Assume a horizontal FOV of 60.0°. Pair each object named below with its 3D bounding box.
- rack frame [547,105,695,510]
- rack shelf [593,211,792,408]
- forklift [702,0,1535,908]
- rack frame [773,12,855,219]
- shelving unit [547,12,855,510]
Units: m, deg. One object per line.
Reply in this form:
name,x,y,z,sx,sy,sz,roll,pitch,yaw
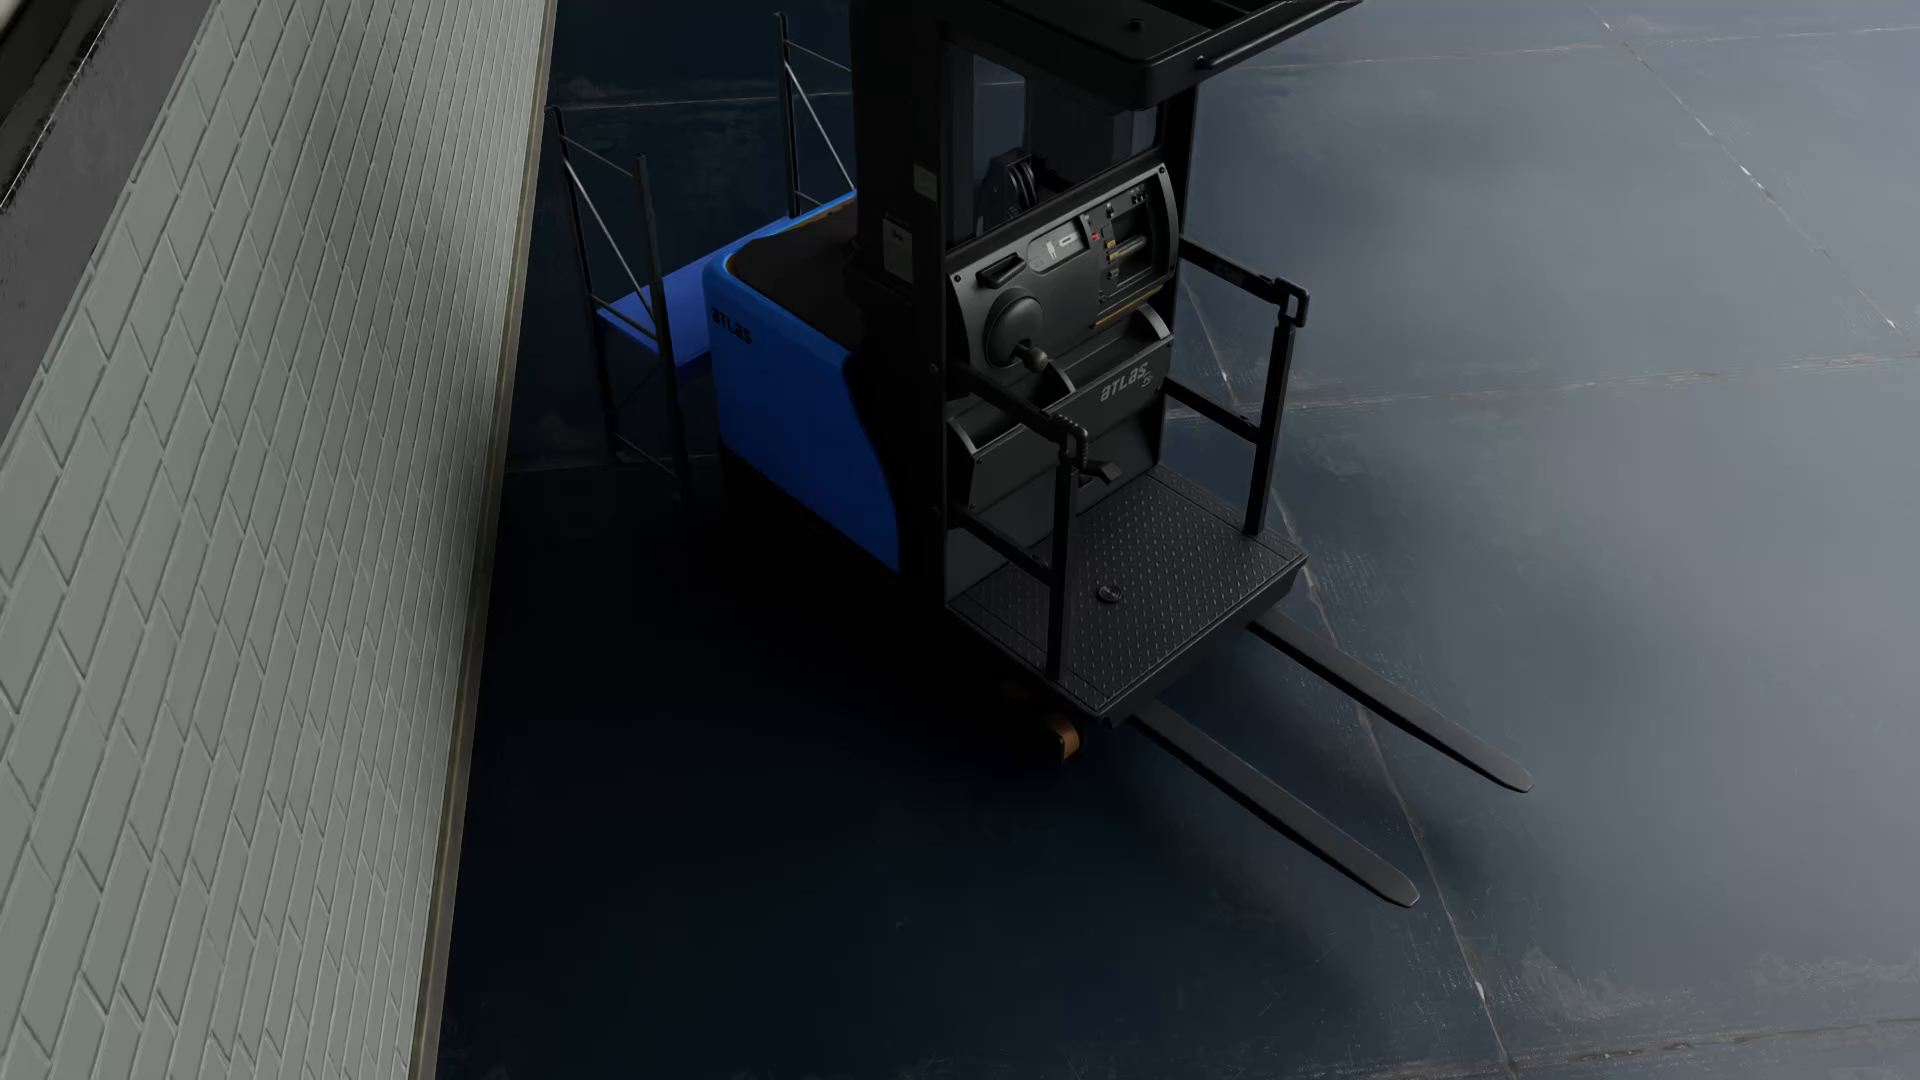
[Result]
rack frame,-1.211,-0.798,6.015,0.500,1.500,0.032,33,51,31
rack shelf,-0.858,-0.909,6.407,0.538,0.185,1.000,33,51,31
forklift,0.476,-0.756,4.900,1.130,2.935,3.031,-33,51,-31
rack frame,-0.505,-1.288,6.558,0.500,1.500,0.032,33,51,31
shelving unit,-0.858,-1.043,6.286,0.538,1.500,1.048,33,51,31
